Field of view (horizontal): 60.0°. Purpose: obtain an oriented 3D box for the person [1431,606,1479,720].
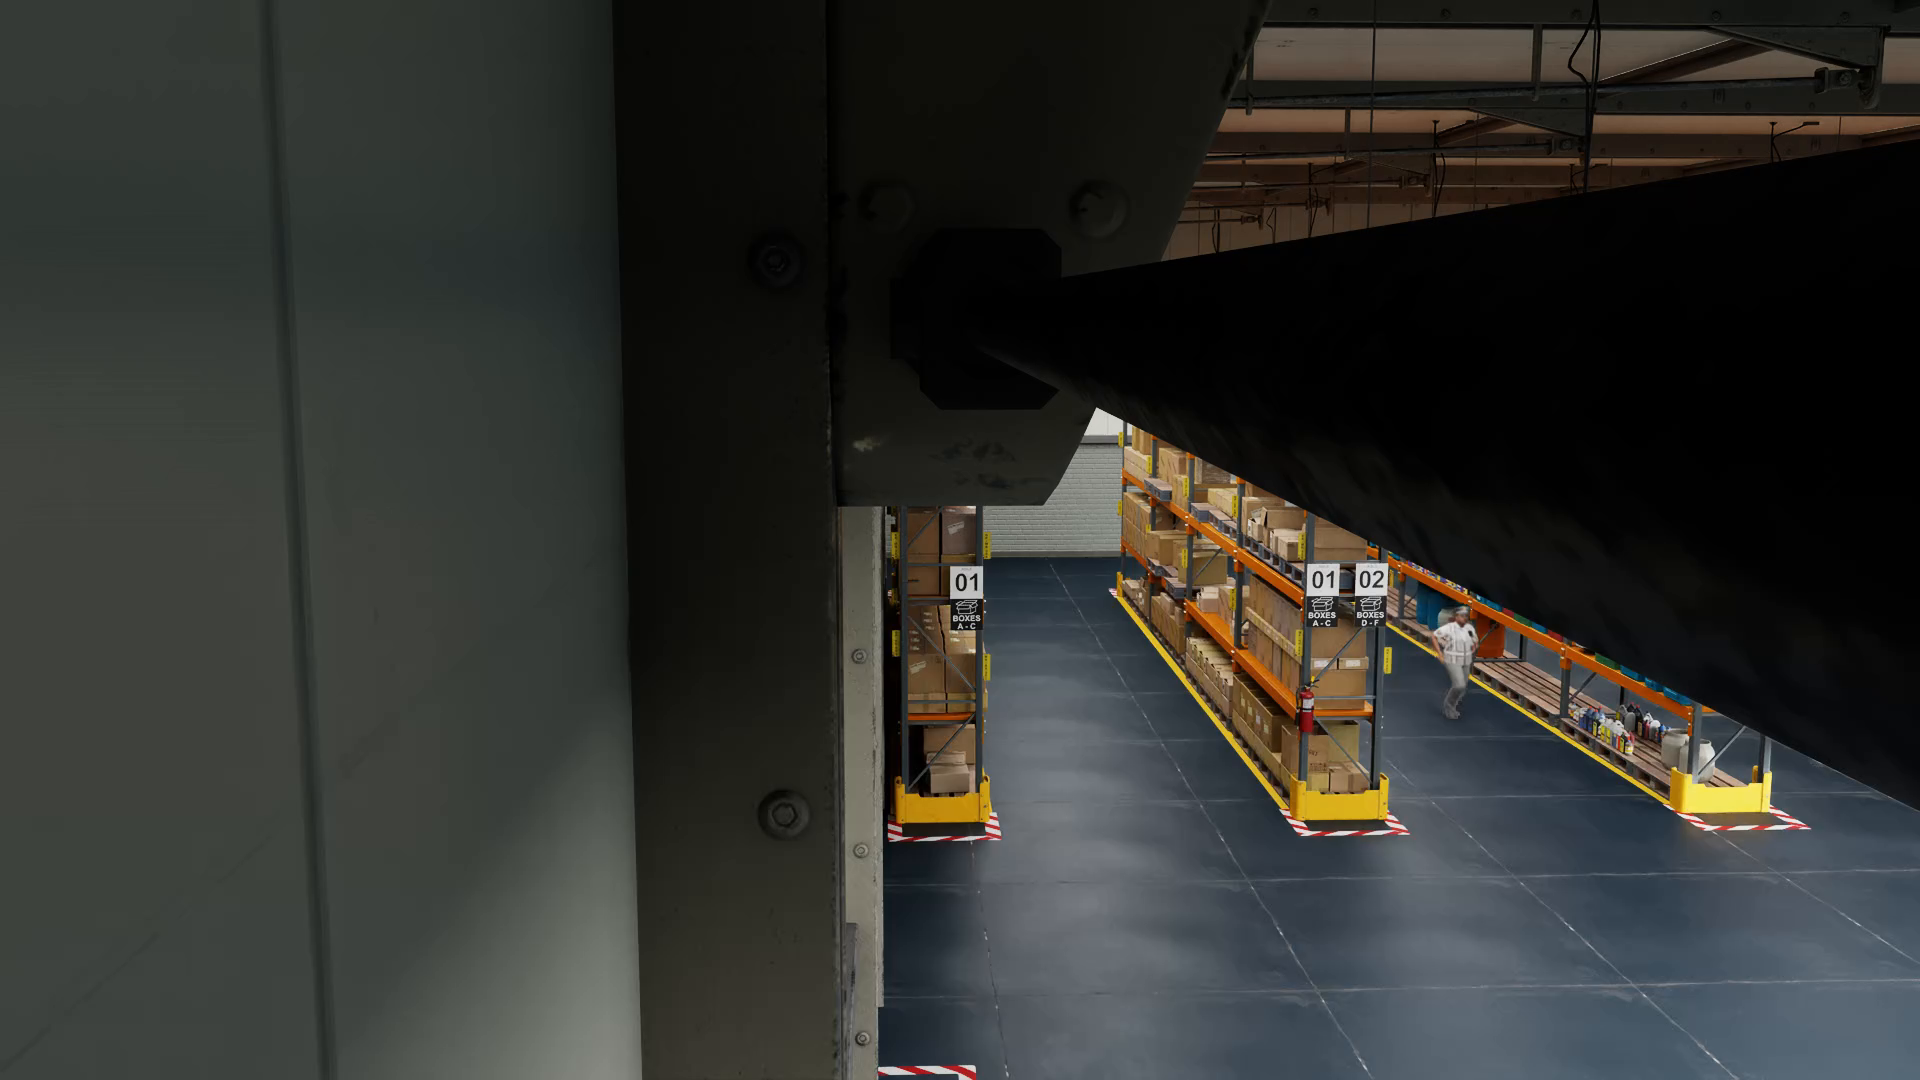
[{"bbox_3d":[7.661,1.884,25.503,0.652,1.773,0.653,-3,8,-18],"label":"person"}]
